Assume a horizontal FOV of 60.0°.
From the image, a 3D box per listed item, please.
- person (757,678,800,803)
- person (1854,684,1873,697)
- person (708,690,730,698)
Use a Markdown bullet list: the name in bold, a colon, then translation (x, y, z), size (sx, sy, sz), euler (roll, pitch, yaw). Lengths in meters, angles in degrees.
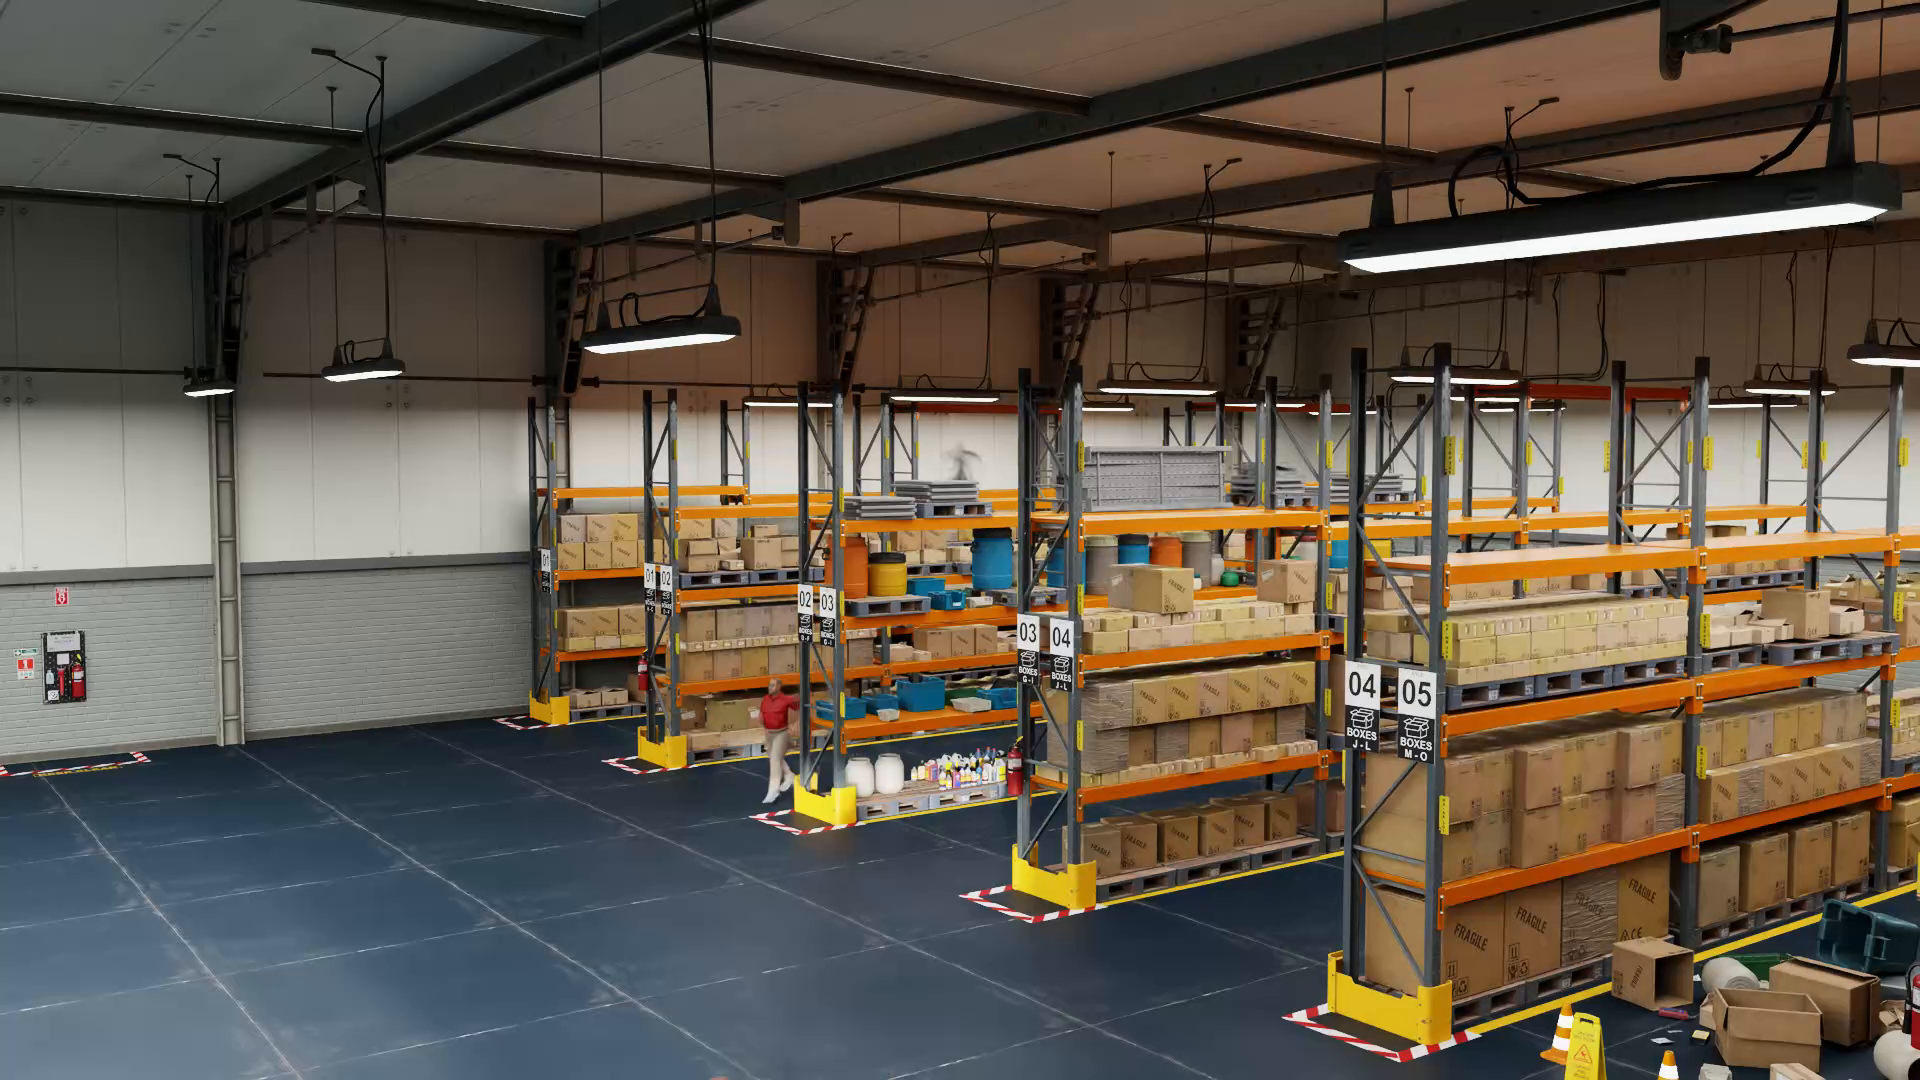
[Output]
- **person**: translation (-2.630, 2.885, 24.142), size (0.679, 1.789, 0.832), euler (2, 4, 36)
- **person**: translation (12.789, 2.907, 23.459), size (0.722, 1.768, 0.650), euler (-2, 4, -27)
- **person**: translation (-4.208, 2.567, 29.385), size (0.520, 1.684, 0.653), euler (3, 4, 39)
